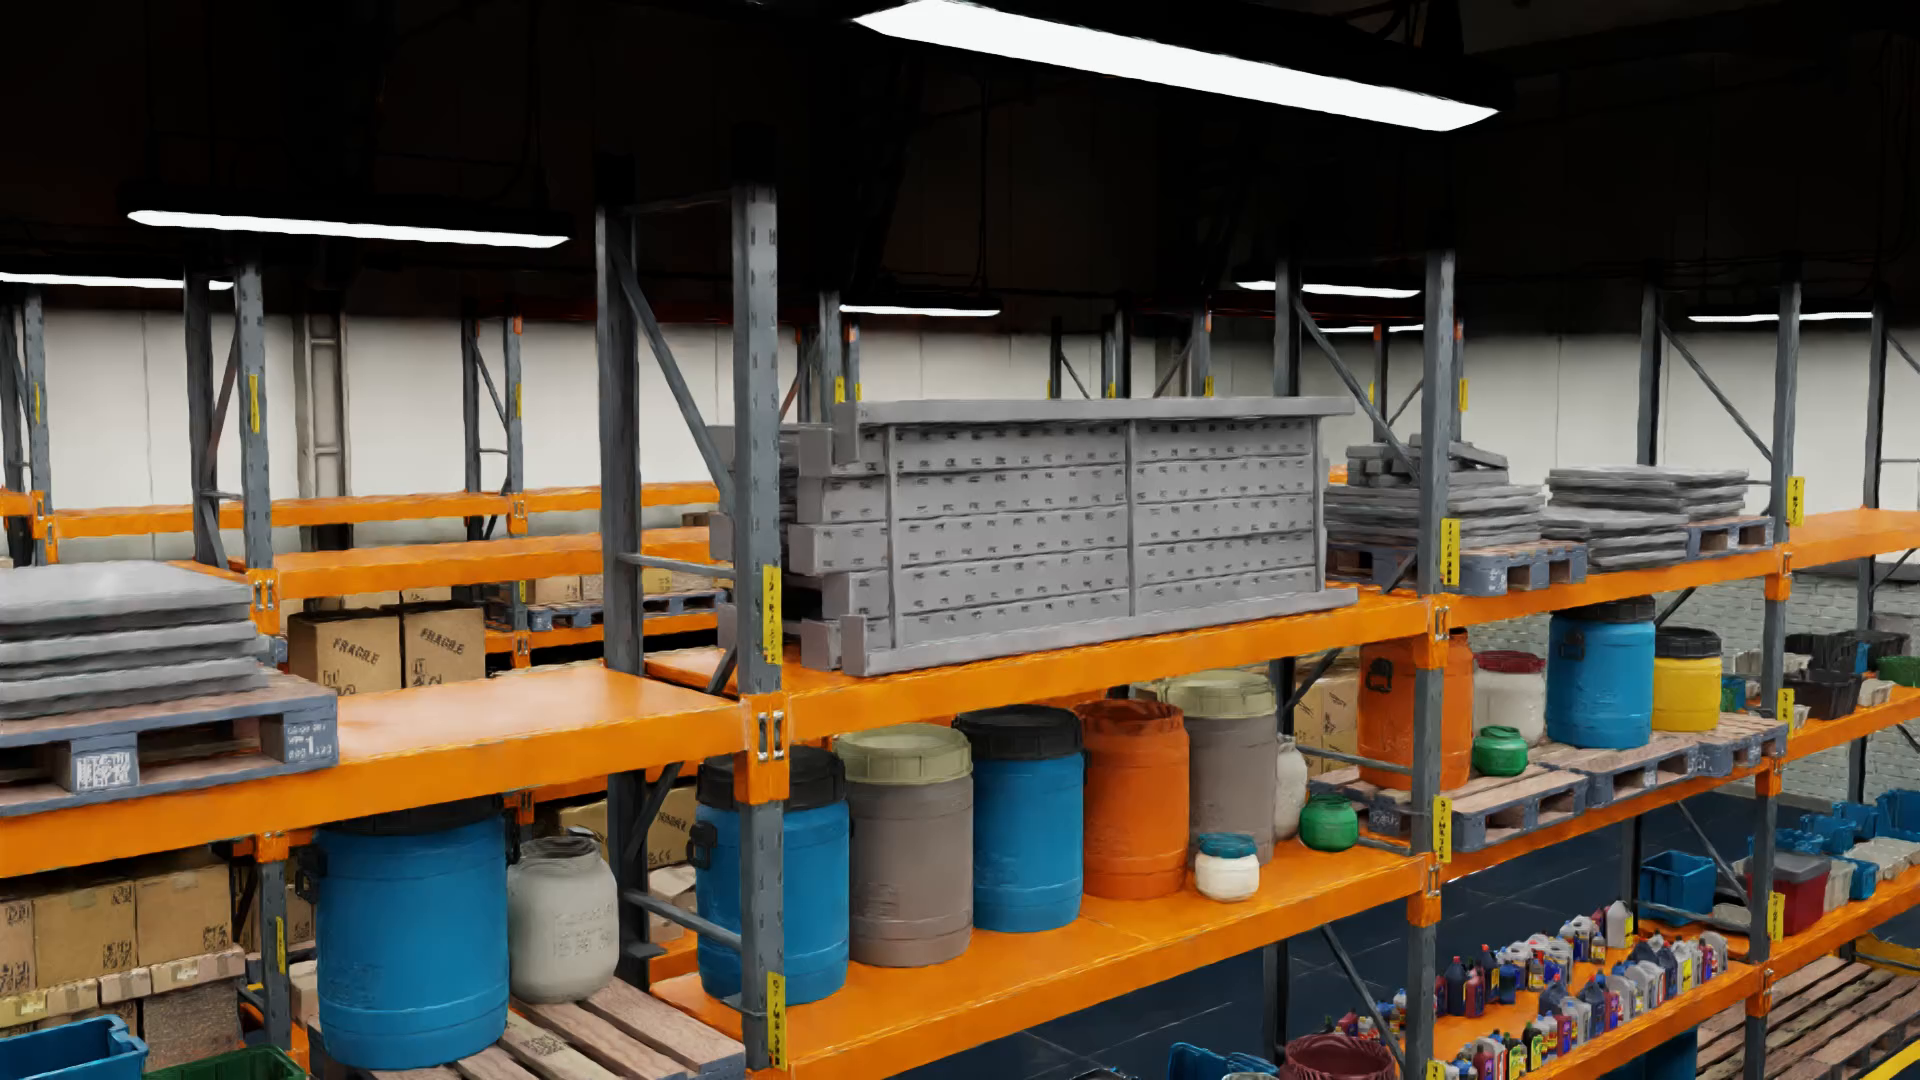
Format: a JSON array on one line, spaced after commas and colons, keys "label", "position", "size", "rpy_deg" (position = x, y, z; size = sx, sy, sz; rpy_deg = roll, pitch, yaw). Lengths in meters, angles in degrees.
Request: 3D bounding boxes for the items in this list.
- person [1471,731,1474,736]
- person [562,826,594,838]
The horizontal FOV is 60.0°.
[{"label": "person", "position": [5.638, 2.523, 18.777], "size": [0.712, 1.718, 0.499], "rpy_deg": [-1, 5, -8]}, {"label": "person", "position": [-3.010, 3.085, 13.510], "size": [0.498, 1.632, 0.639], "rpy_deg": [-5, 7, -43]}]
